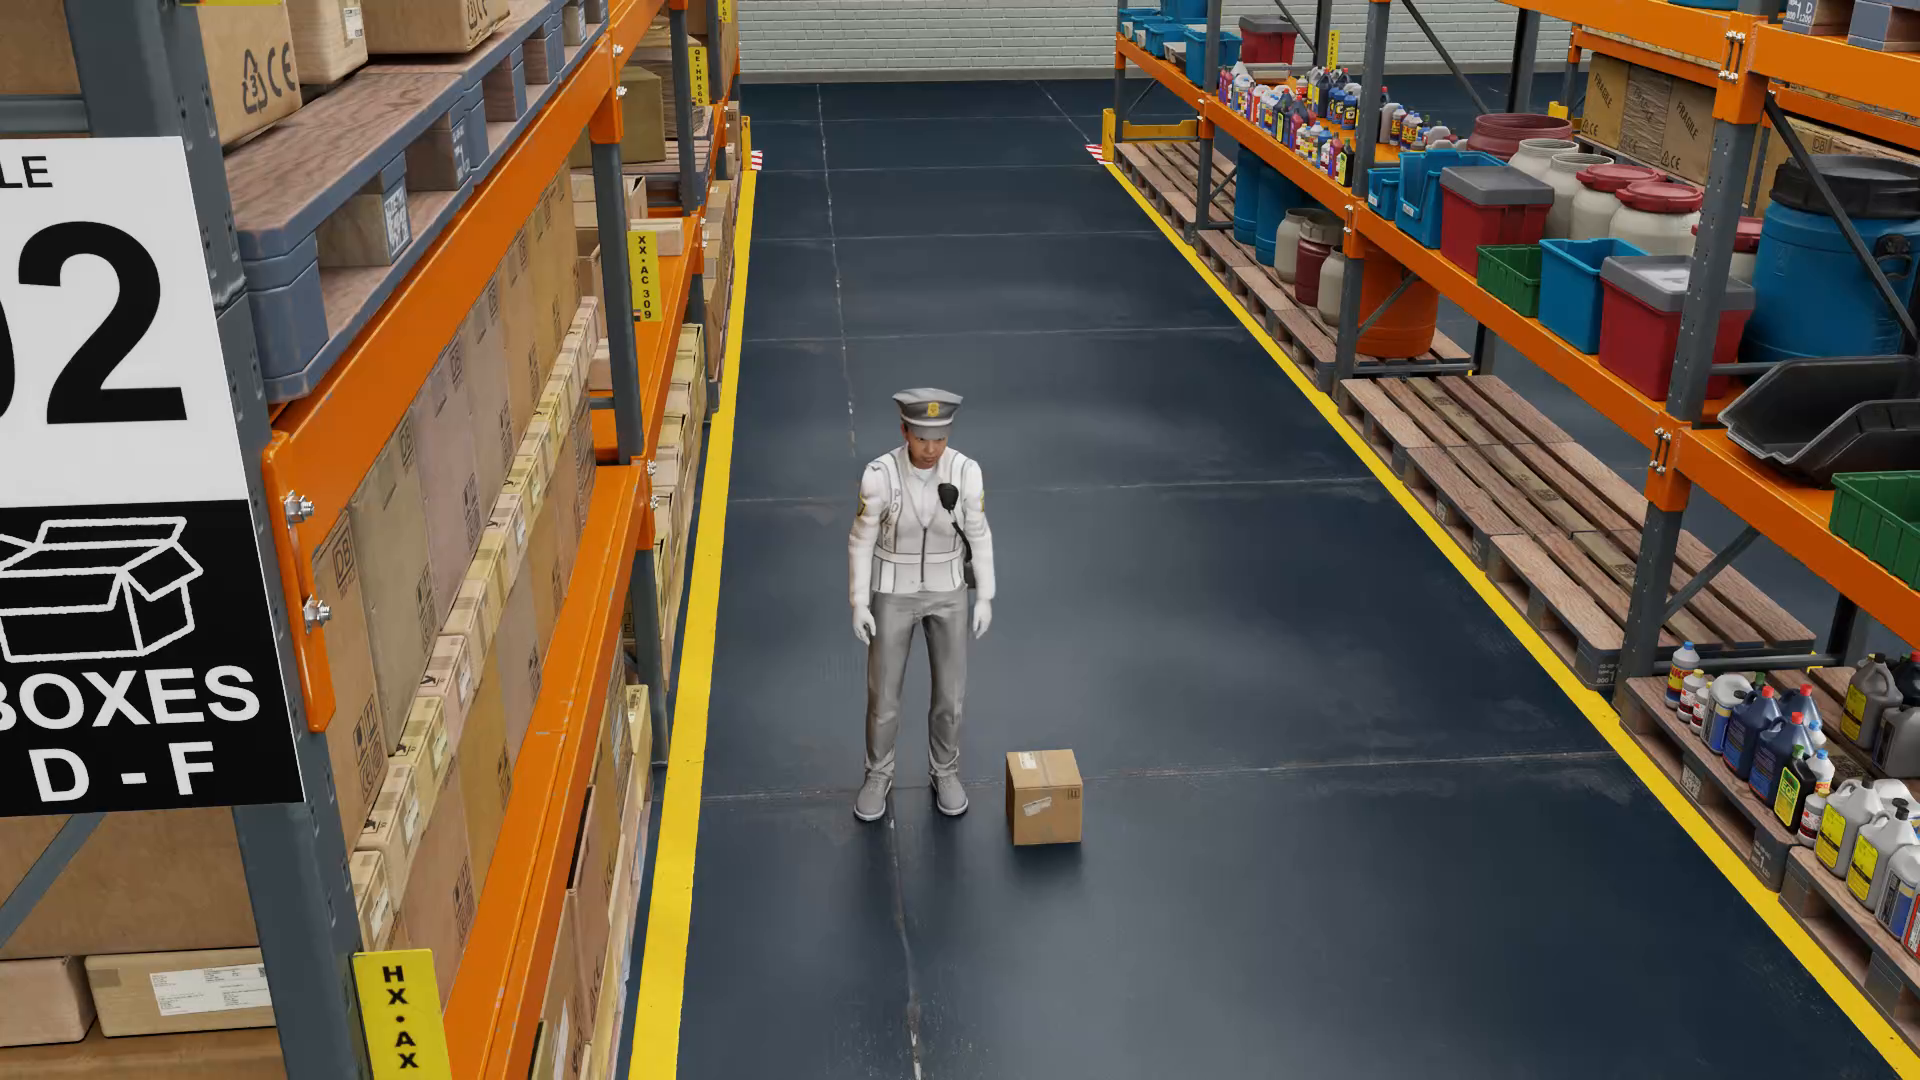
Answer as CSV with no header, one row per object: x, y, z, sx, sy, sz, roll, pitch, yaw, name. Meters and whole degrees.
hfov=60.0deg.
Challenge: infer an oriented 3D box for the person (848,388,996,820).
-0.141,0.226,6.082,0.547,1.666,0.370,-3,24,-7,person
